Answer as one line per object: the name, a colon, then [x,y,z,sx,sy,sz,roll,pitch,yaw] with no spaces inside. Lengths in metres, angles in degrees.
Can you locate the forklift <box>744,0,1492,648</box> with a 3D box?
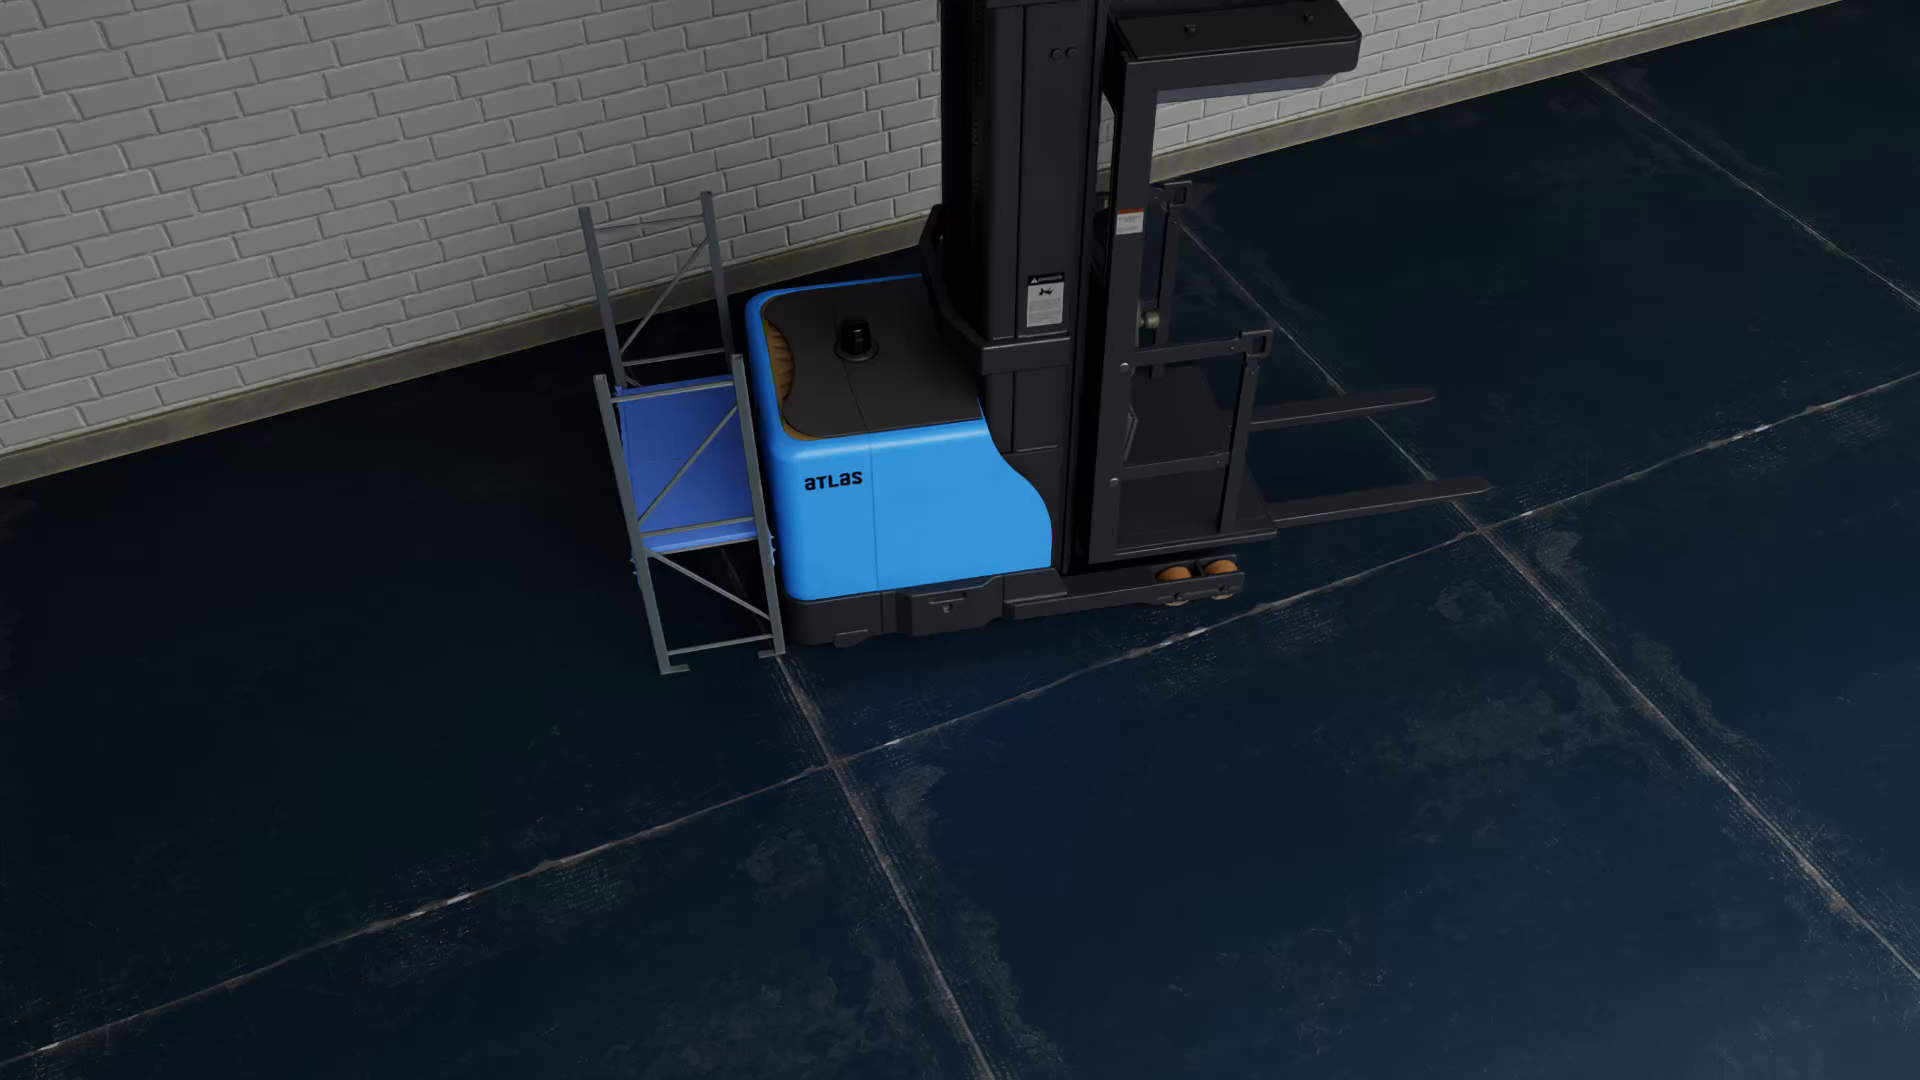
forklift: [0.703,-1.131,6.178,3.031,2.935,1.130,-8,45,-8]

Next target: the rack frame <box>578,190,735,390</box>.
rack frame: [-1.170,-0.746,6.798,0.500,1.500,0.032,-9,45,-8]

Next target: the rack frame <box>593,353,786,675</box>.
rack frame: [-0.959,-0.047,6.090,0.500,1.500,0.032,-9,45,-8]

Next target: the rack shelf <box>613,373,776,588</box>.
rack shelf: [-1.061,-0.269,6.571,0.538,0.185,1.000,-9,45,-8]

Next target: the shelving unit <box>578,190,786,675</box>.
shelving unit: [-1.065,-0.396,6.444,0.538,1.500,1.048,-9,45,-8]
